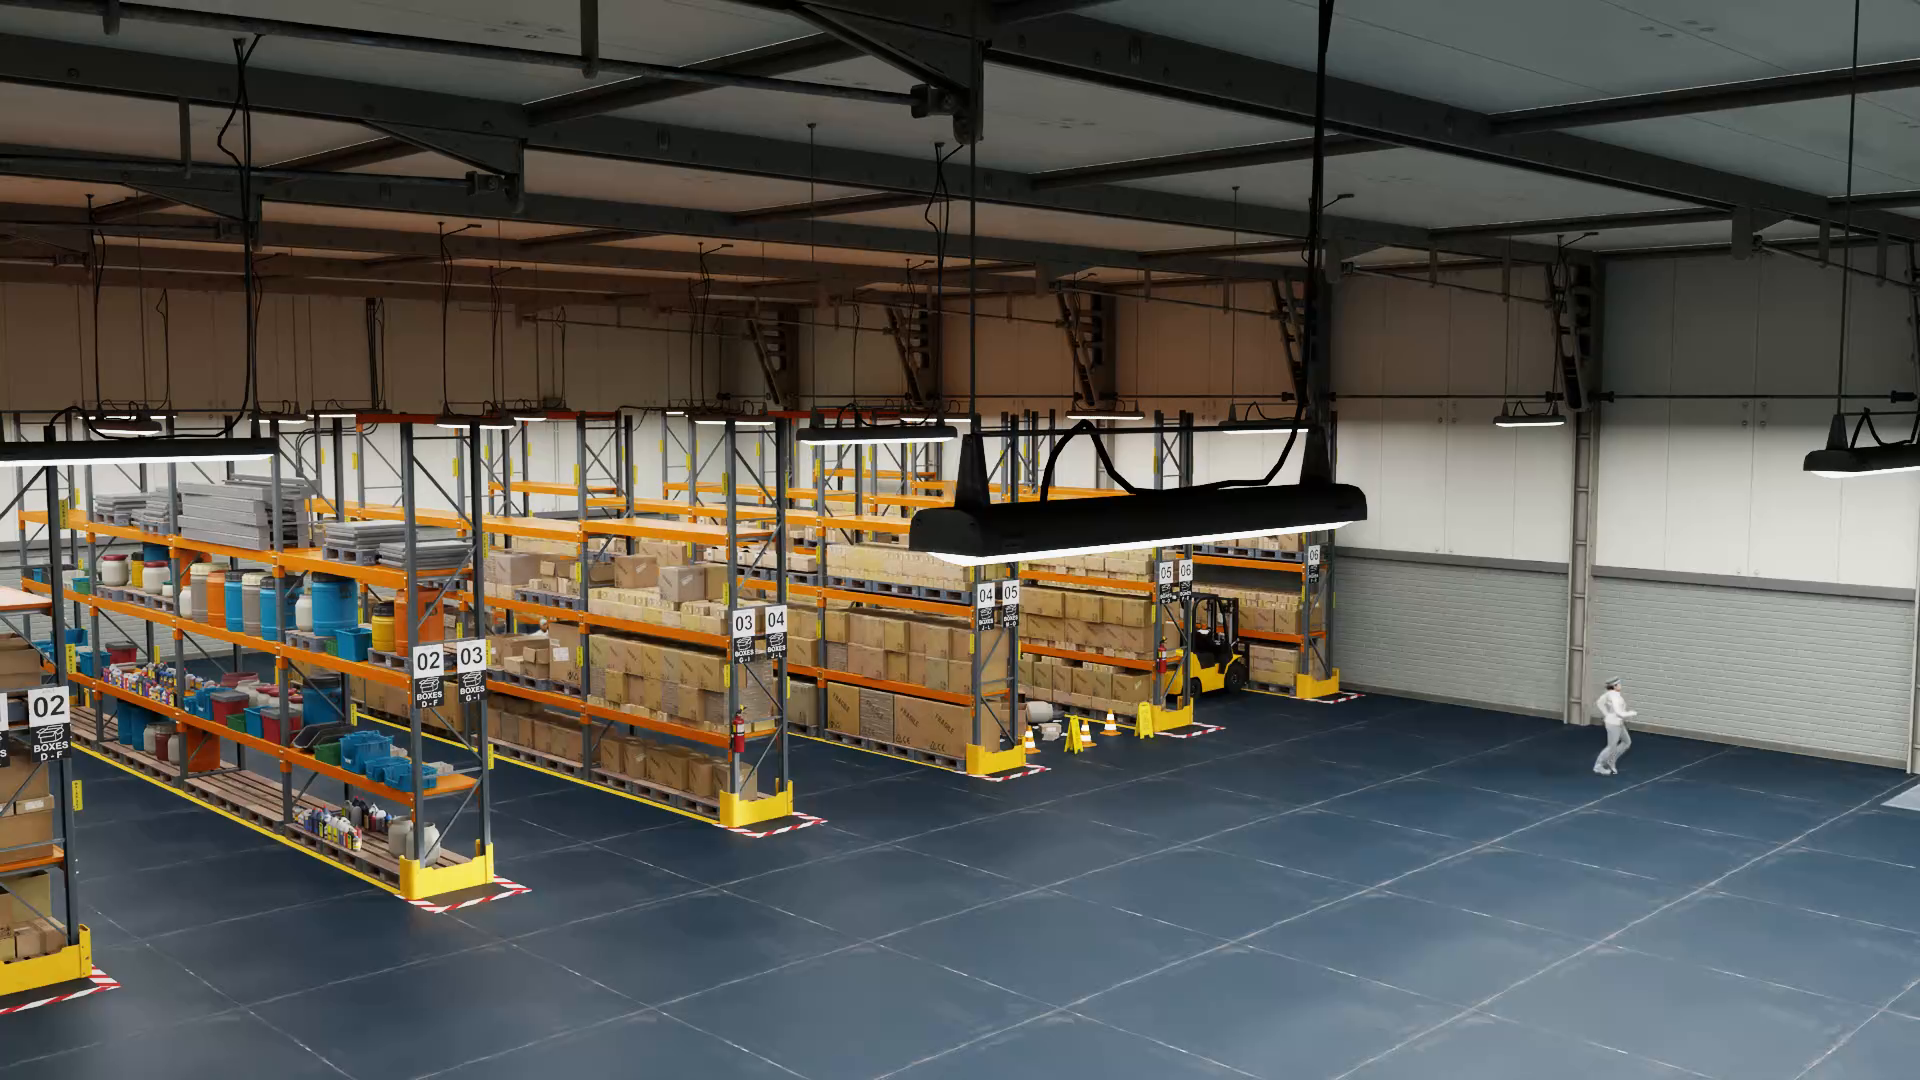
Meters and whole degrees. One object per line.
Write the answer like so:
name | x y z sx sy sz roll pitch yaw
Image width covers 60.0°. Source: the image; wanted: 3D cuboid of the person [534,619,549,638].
person | -8.706 2.494 34.977 0.597 1.686 0.706 -4 6 -37

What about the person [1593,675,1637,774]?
person | 10.920 3.085 27.699 0.661 1.680 0.583 1 5 16
